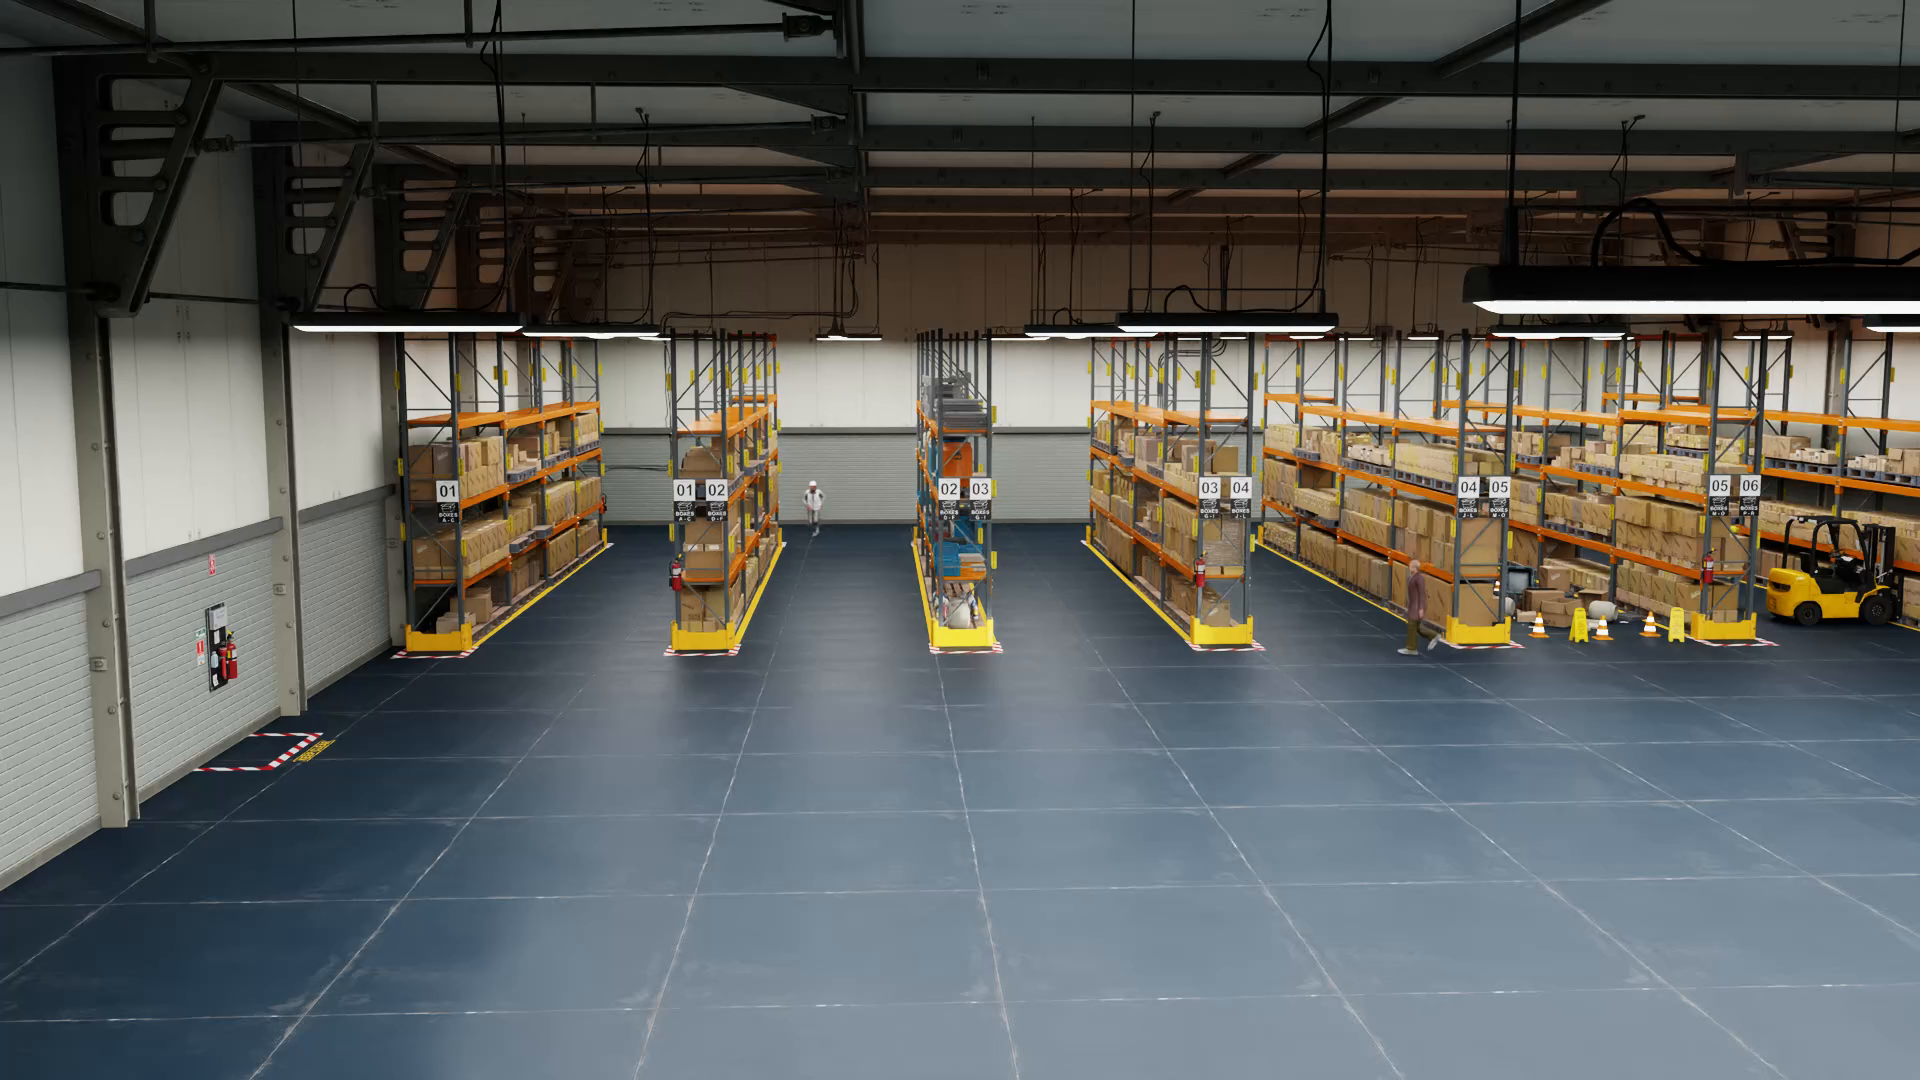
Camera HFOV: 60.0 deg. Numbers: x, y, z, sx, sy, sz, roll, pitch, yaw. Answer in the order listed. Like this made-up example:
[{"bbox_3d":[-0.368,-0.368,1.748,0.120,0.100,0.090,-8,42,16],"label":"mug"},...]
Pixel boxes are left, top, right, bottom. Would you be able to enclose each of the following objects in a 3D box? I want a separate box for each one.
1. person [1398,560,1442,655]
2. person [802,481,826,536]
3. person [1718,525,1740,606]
[{"bbox_3d":[8.502,1.232,30.661,0.839,1.758,0.592,0,7,2],"label":"person"},{"bbox_3d":[-4.337,-0.936,49.451,0.663,1.678,0.733,1,7,6],"label":"person"},{"bbox_3d":[16.908,0.589,36.393,0.532,1.806,0.602,-1,7,-8],"label":"person"}]
